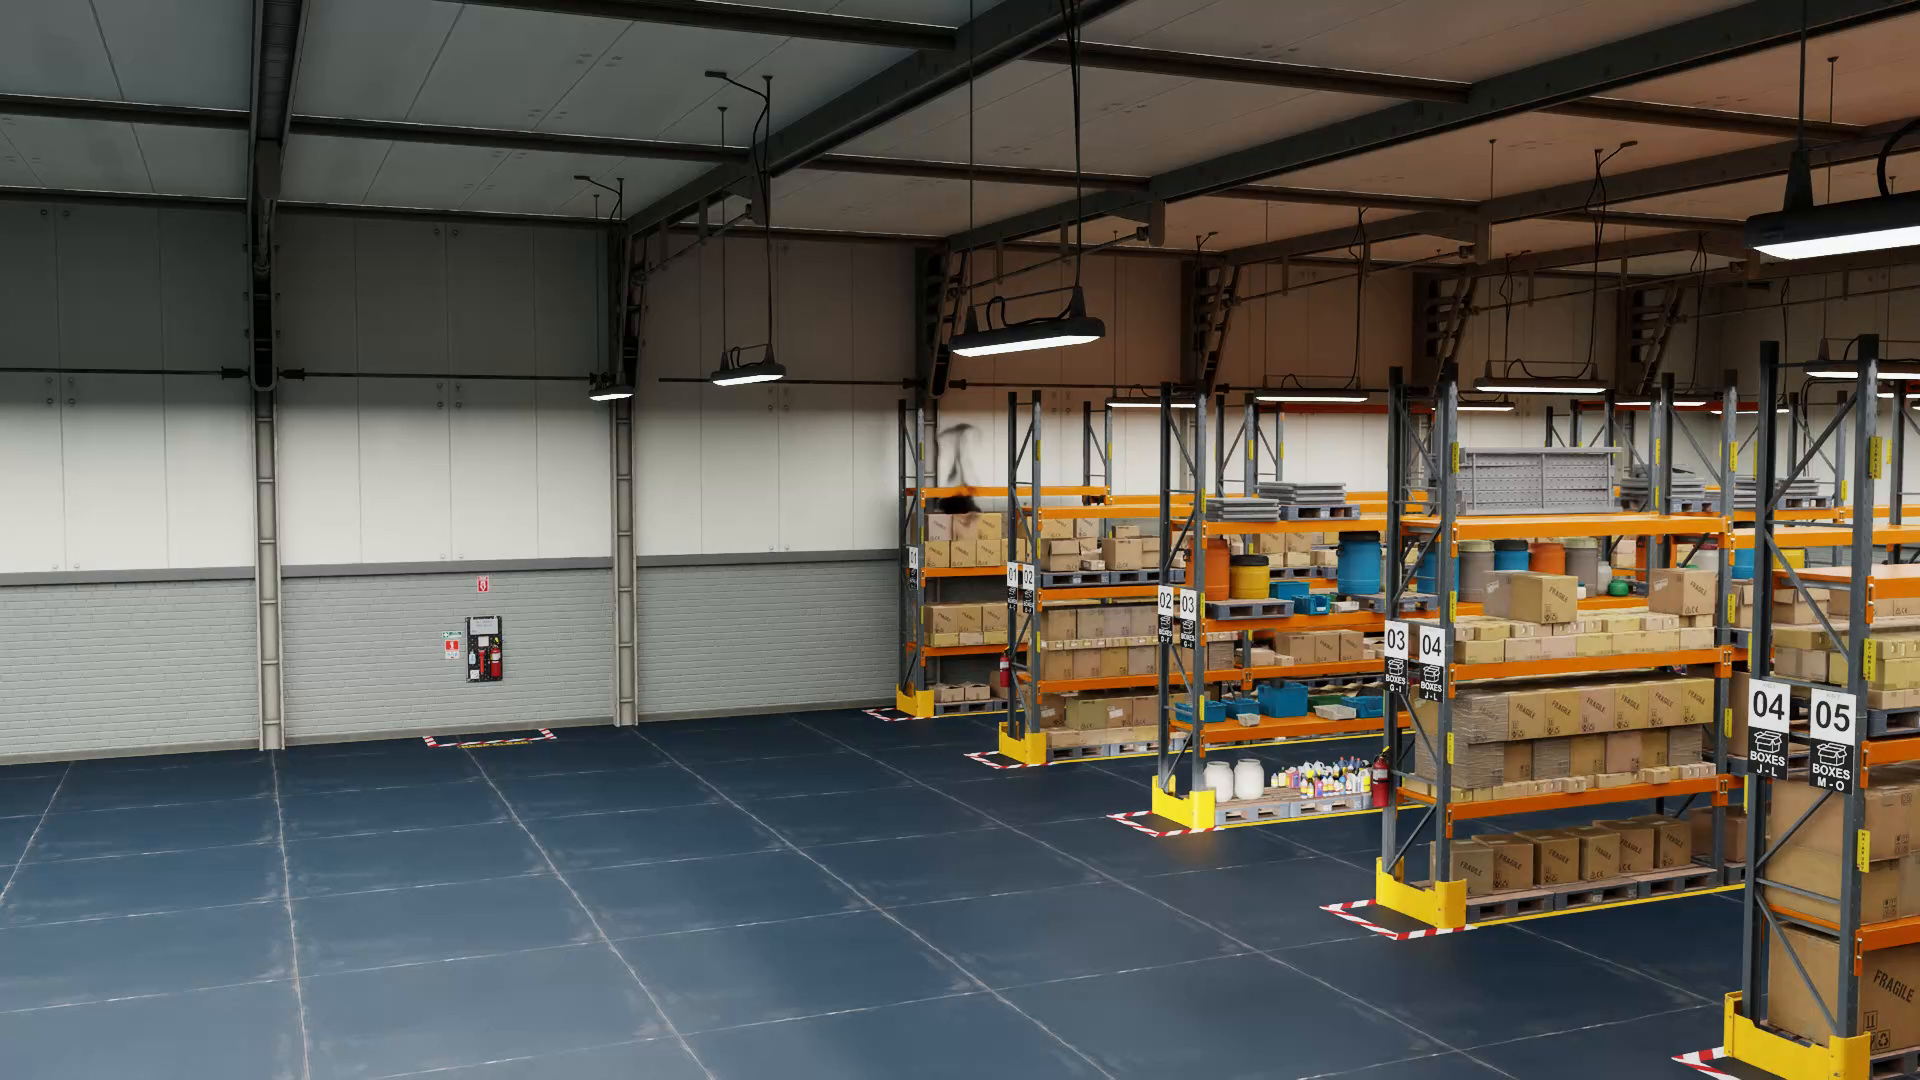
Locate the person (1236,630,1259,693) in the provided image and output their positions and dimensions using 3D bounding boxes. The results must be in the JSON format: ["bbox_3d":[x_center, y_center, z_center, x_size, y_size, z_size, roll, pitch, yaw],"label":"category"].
[{"bbox_3d":[5.446,2.511,31.092,0.771,1.718,0.707,-2,4,-31],"label":"person"}]
